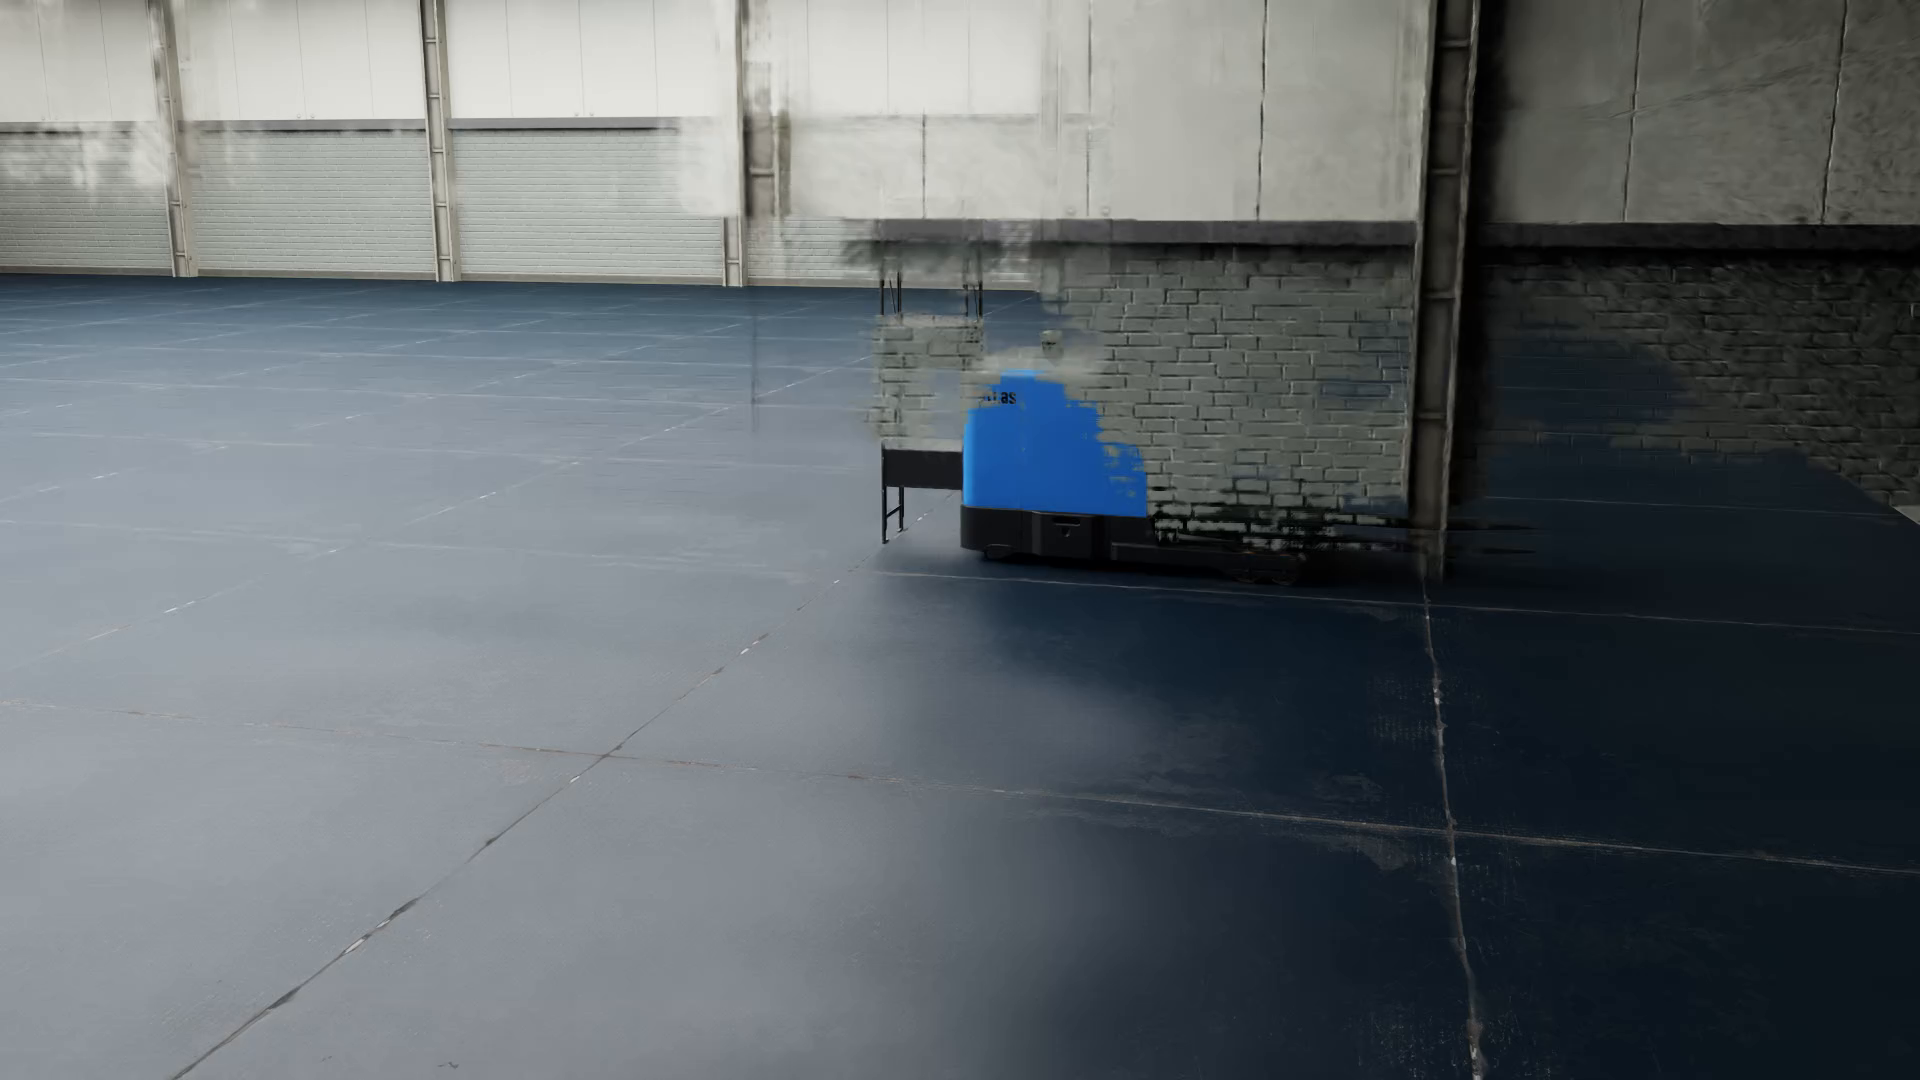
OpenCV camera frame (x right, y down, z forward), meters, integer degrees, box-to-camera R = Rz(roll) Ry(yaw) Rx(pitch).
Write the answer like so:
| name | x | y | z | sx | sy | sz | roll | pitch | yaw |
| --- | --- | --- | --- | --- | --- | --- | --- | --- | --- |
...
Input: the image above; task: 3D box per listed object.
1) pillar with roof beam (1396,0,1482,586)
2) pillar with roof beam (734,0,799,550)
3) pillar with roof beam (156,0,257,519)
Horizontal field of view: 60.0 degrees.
| name | x | y | z | sx | sy | sz | roll | pitch | yaw |
| --- | --- | --- | --- | --- | --- | --- | --- | --- | --- |
| pillar with roof beam | 0.572 | -7.960 | 24.836 | 0.400 | 9.000 | 9.100 | 3 | 13 | 14 |
| pillar with roof beam | -5.253 | -8.271 | 26.239 | 0.400 | 9.000 | 9.100 | 3 | 13 | 14 |
| pillar with roof beam | -11.078 | -8.583 | 27.643 | 0.400 | 9.000 | 9.100 | 3 | 13 | 14 |
